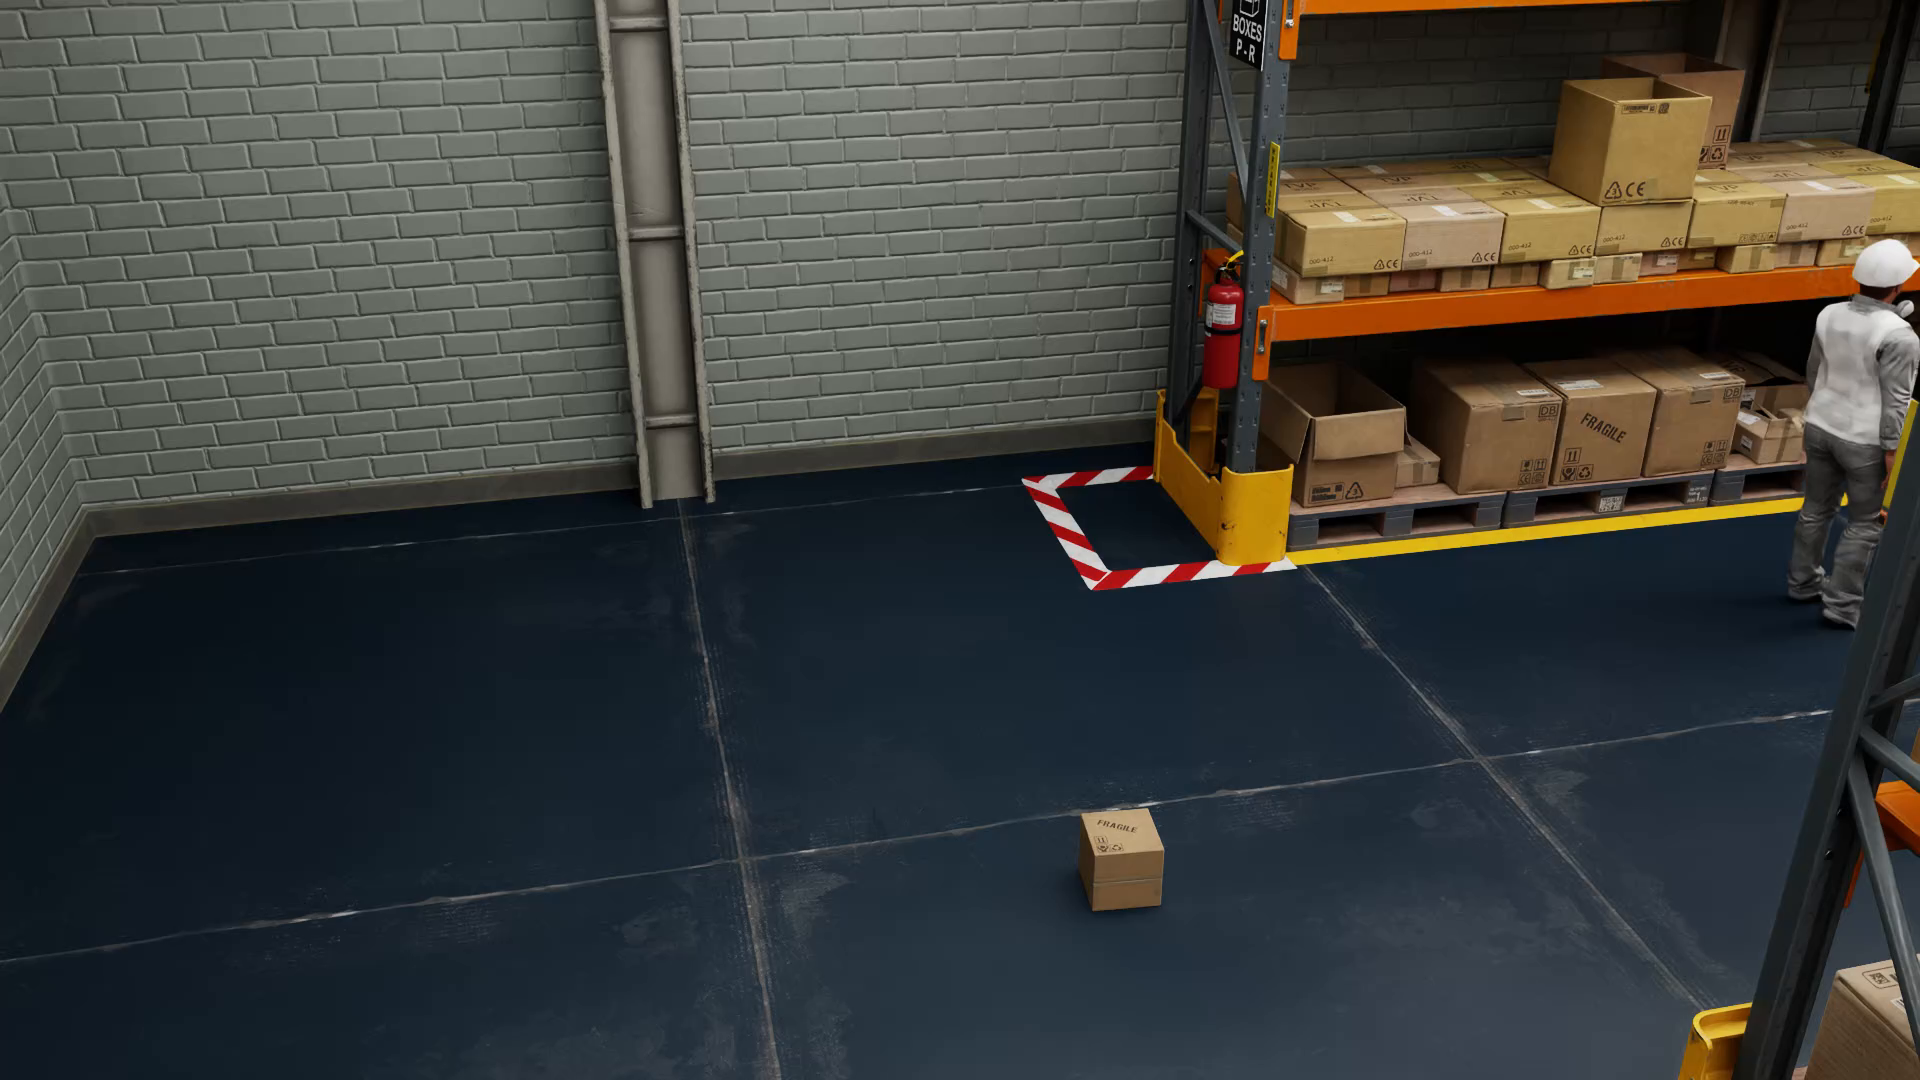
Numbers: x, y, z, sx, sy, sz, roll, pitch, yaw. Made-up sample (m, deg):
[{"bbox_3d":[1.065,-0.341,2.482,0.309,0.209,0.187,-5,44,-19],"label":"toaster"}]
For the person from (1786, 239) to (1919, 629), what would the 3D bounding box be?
[{"bbox_3d":[4.064,-0.467,7.532,0.452,1.841,0.576,-10,28,-19],"label":"person"}]
